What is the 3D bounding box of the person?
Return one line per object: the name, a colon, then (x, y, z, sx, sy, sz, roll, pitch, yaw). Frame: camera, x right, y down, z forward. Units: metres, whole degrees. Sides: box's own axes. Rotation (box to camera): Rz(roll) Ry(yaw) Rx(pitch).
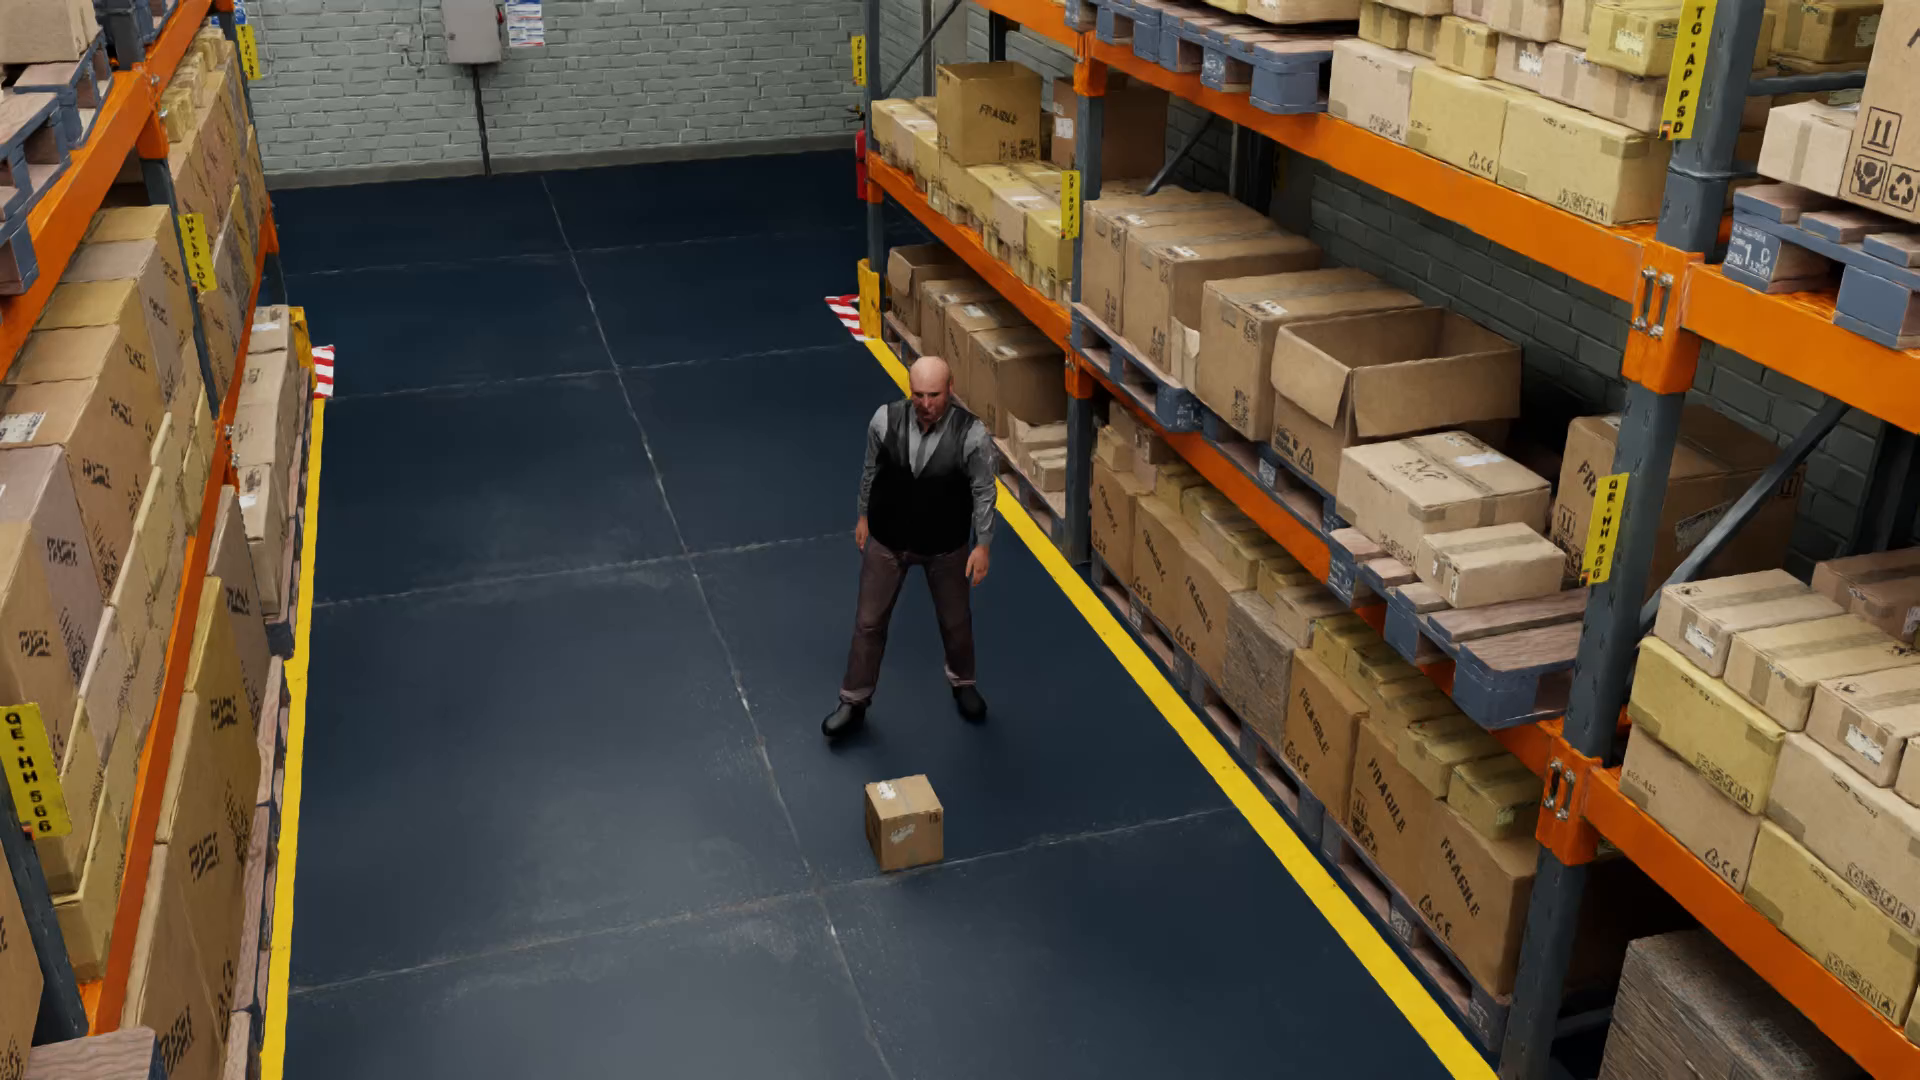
person: (-0.209, 0.073, 7.080, 0.714, 1.596, 0.626, 5, 27, 11)
